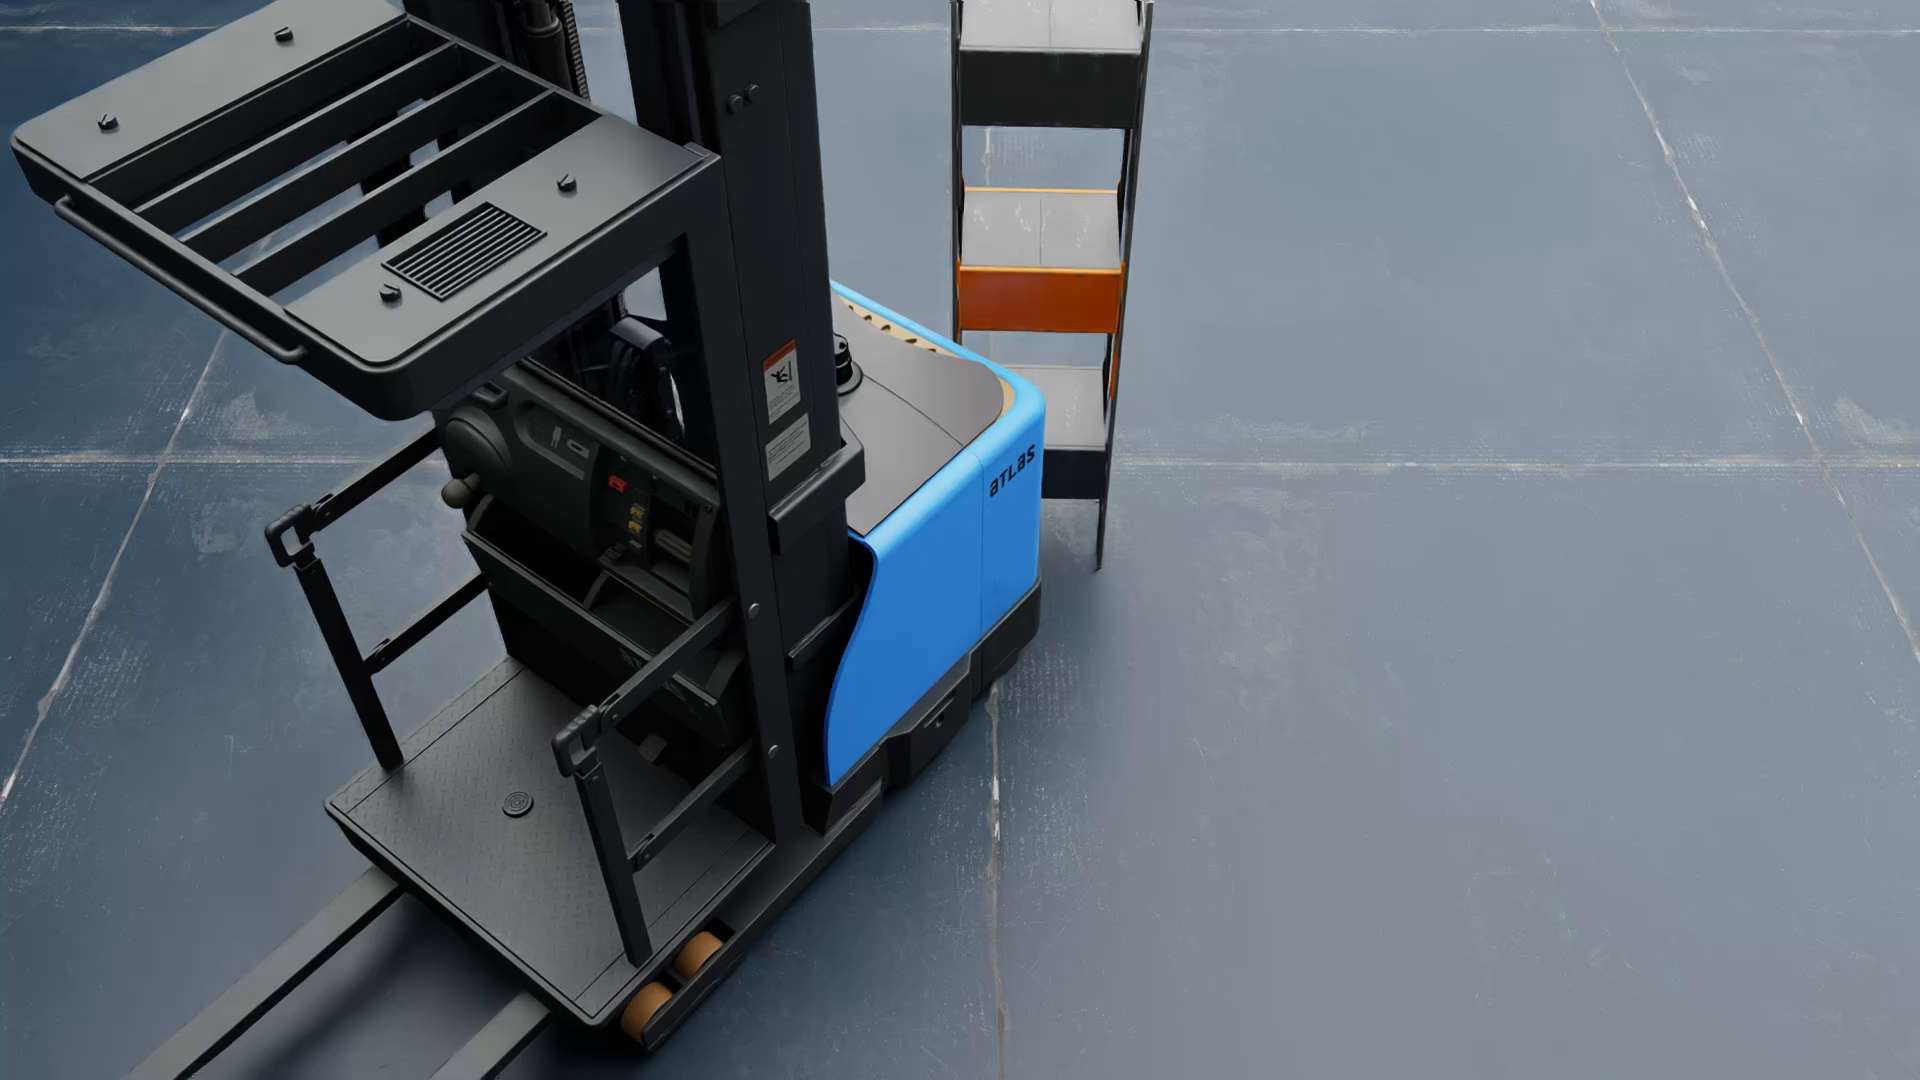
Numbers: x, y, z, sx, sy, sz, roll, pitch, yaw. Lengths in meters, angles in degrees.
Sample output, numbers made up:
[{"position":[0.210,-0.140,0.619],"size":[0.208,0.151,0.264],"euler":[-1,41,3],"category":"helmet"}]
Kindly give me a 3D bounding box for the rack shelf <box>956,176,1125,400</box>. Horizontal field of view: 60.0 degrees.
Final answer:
[{"position":[0.237,-0.760,5.042],"size":[0.480,0.518,0.431],"euler":[2,47,1],"category":"rack shelf"}]

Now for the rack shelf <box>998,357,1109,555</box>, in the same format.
[{"position":[0.237,-0.283,5.554],"size":[0.480,0.518,0.431],"euler":[2,47,1],"category":"rack shelf"}]

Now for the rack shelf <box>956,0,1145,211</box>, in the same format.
[{"position":[0.237,-1.237,4.530],"size":[0.480,0.518,0.431],"euler":[2,47,1],"category":"rack shelf"}]

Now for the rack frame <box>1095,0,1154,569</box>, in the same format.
[{"position":[0.480,-0.763,5.026],"size":[0.015,2.100,0.400],"euler":[2,47,1],"category":"rack frame"}]

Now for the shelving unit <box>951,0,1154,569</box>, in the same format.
[{"position":[0.237,-0.770,5.032],"size":[0.503,2.100,0.431],"euler":[2,47,1],"category":"shelving unit"}]

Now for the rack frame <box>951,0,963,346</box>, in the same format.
[{"position":[-0.007,-0.776,5.038],"size":[0.015,2.100,0.400],"euler":[2,47,1],"category":"rack frame"}]

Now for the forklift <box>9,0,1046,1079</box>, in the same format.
[{"position":[-1.045,-0.059,3.802],"size":[1.130,2.935,3.031],"euler":[30,54,25],"category":"forklift"}]
